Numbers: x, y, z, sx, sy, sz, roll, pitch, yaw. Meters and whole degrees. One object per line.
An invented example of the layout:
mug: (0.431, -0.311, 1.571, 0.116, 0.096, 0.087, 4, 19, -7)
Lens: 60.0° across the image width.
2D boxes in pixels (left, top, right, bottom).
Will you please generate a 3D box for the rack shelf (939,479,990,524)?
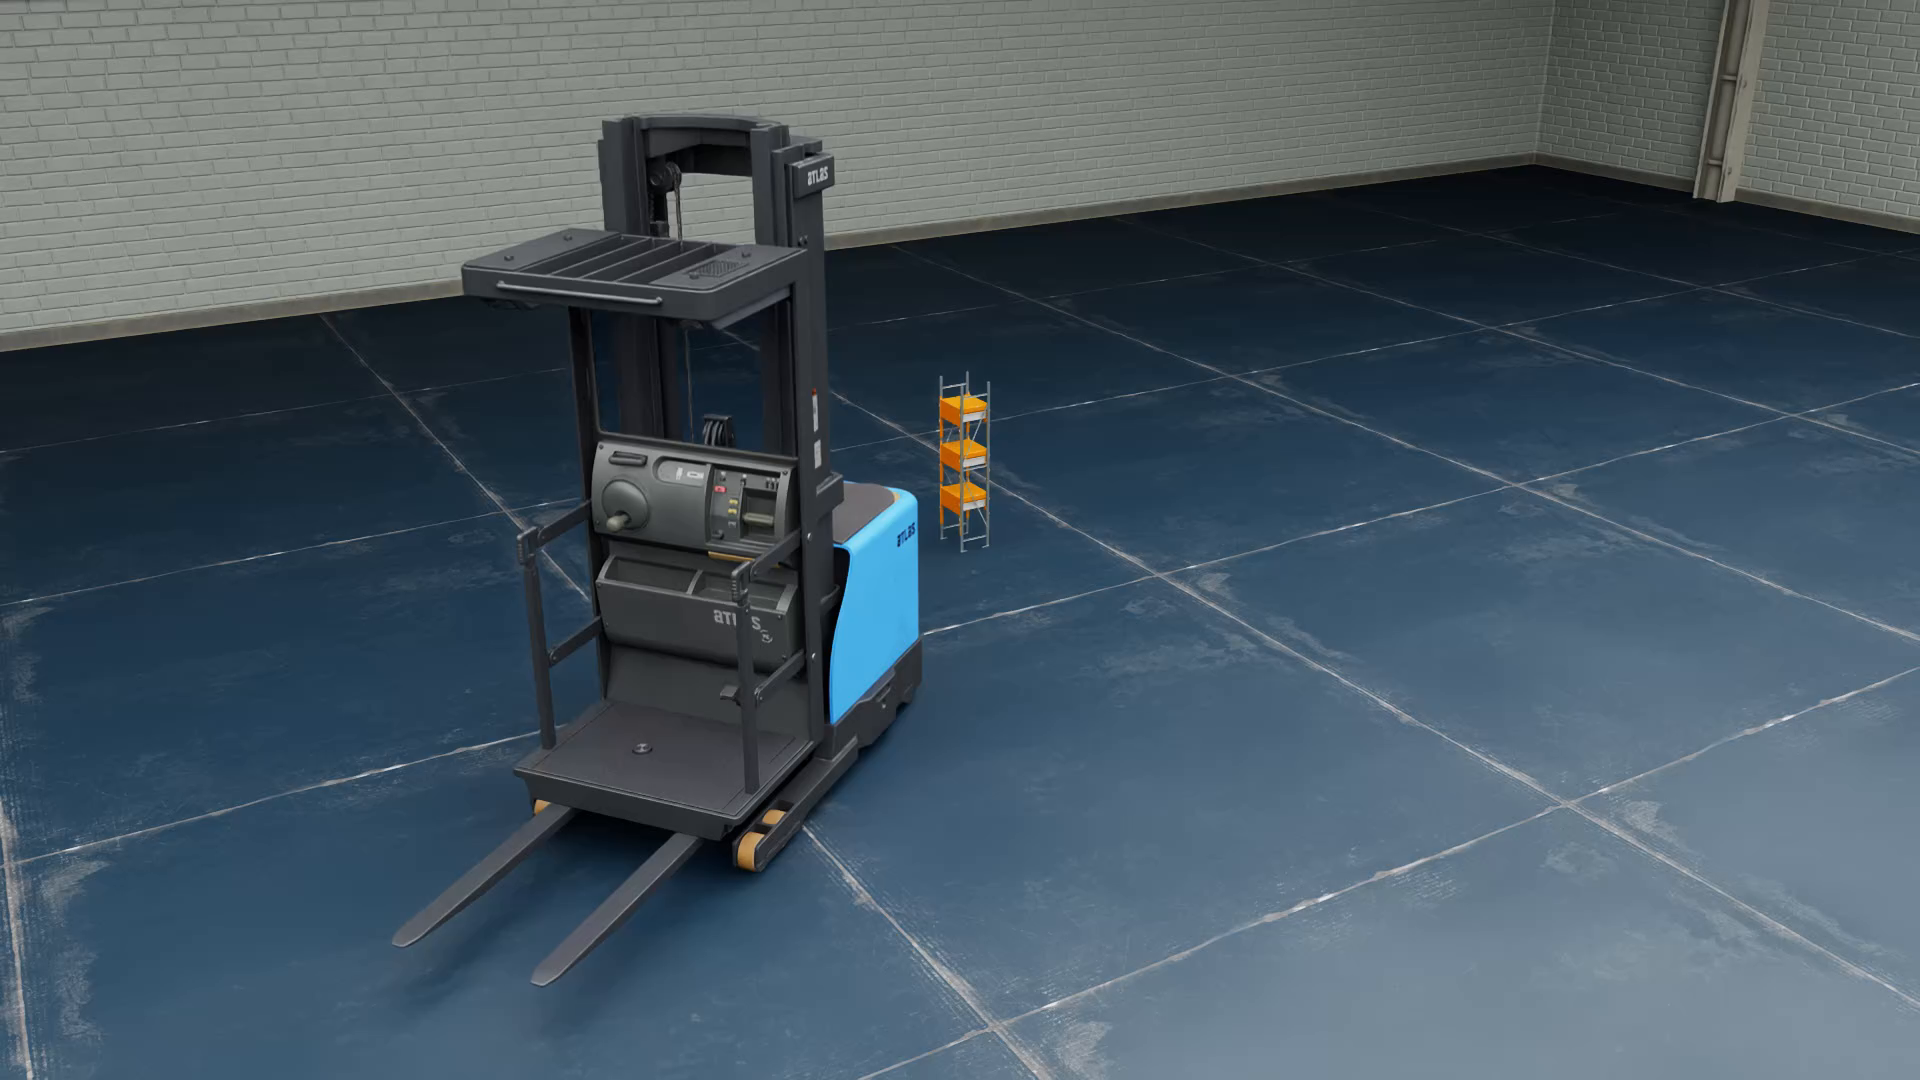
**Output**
rack shelf: (0.027, -0.202, 10.180, 0.215, 0.259, 0.240, -13, 25, -28)

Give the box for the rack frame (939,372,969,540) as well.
rack frame: (-0.035, -0.509, 10.168, 0.200, 1.050, 0.008, -13, 25, -28)

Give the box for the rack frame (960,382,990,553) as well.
rack frame: (0.090, -0.430, 9.974, 0.200, 1.050, 0.008, -13, 25, -28)

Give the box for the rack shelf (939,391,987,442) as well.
rack shelf: (0.027, -0.722, 9.968, 0.215, 0.259, 0.240, -13, 25, -28)

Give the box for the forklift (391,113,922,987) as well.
forklift: (-1.211, -0.156, 6.803, 1.130, 2.935, 3.031, 9, 24, 20)

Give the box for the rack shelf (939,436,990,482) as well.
rack shelf: (0.027, -0.459, 10.075, 0.215, 0.259, 0.240, -13, 25, -28)

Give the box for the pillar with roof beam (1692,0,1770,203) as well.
pillar with roof beam: (5.735, -7.611, 17.085, 9.100, 9.000, 0.400, -13, 25, -28)

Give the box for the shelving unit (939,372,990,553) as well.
shelving unit: (0.027, -0.469, 10.071, 0.215, 1.050, 0.252, -13, 25, -28)
